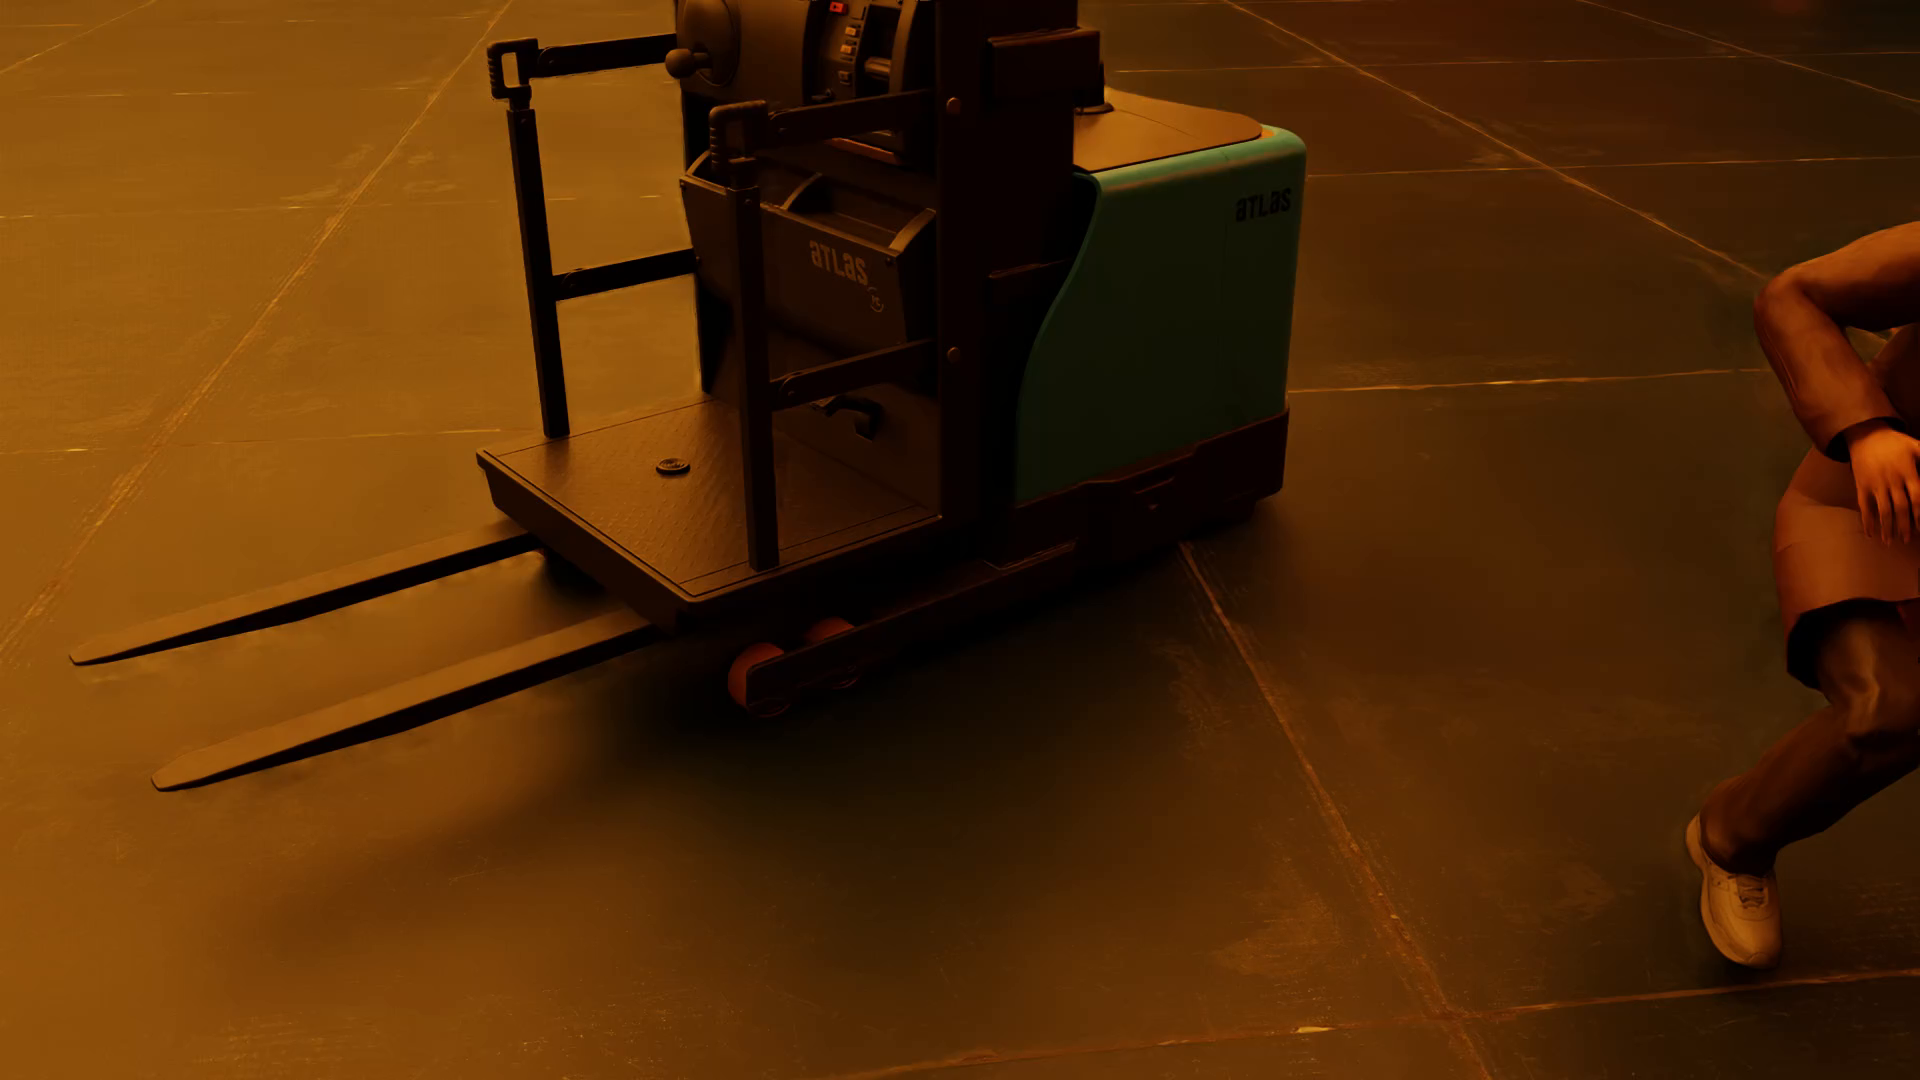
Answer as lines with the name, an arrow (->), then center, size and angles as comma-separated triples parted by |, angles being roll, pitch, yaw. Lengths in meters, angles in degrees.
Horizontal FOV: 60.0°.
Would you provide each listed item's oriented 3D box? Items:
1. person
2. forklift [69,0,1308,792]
person -> 1.741, 0.108, 2.722 | 0.879, 1.547, 0.849 | 2, 26, 4
forklift -> -0.536, -1.176, 3.670 | 3.031, 2.935, 1.130 | -19, 32, -35
